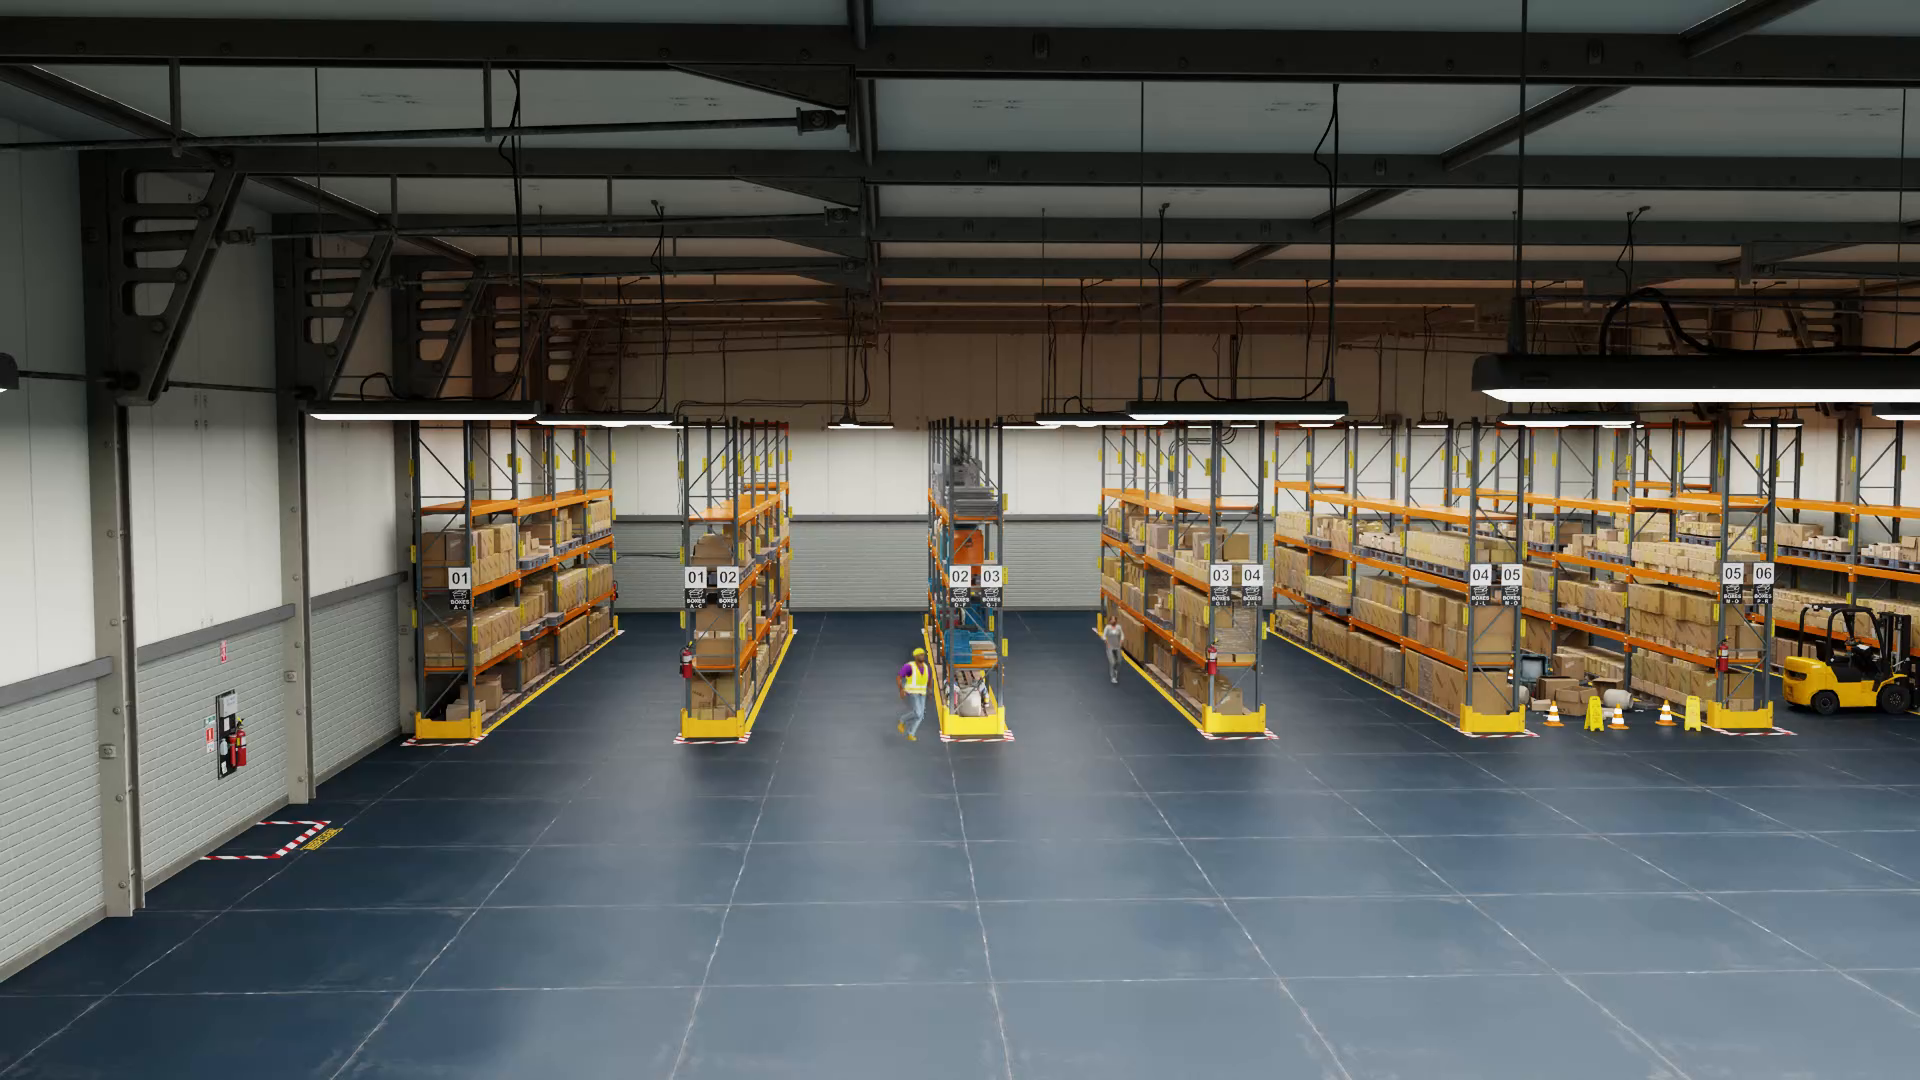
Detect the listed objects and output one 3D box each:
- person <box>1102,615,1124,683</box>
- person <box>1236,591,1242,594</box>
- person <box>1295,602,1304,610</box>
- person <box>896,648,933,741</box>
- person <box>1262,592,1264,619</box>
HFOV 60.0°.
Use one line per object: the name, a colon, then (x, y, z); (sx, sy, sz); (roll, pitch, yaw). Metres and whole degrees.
person: (3.498, 2.481, 37.863); (0.512, 1.540, 0.530); (0, 4, -3)
person: (7.766, 1.869, 46.723); (0.620, 1.680, 0.845); (1, 4, 8)
person: (10.109, 1.728, 49.001); (0.494, 1.621, 0.791); (2, 4, 22)
person: (-0.791, 2.860, 30.925); (0.745, 1.692, 0.543); (-3, 5, -39)
person: (7.826, 1.923, 44.429); (0.699, 1.829, 0.945); (0, 4, -1)
